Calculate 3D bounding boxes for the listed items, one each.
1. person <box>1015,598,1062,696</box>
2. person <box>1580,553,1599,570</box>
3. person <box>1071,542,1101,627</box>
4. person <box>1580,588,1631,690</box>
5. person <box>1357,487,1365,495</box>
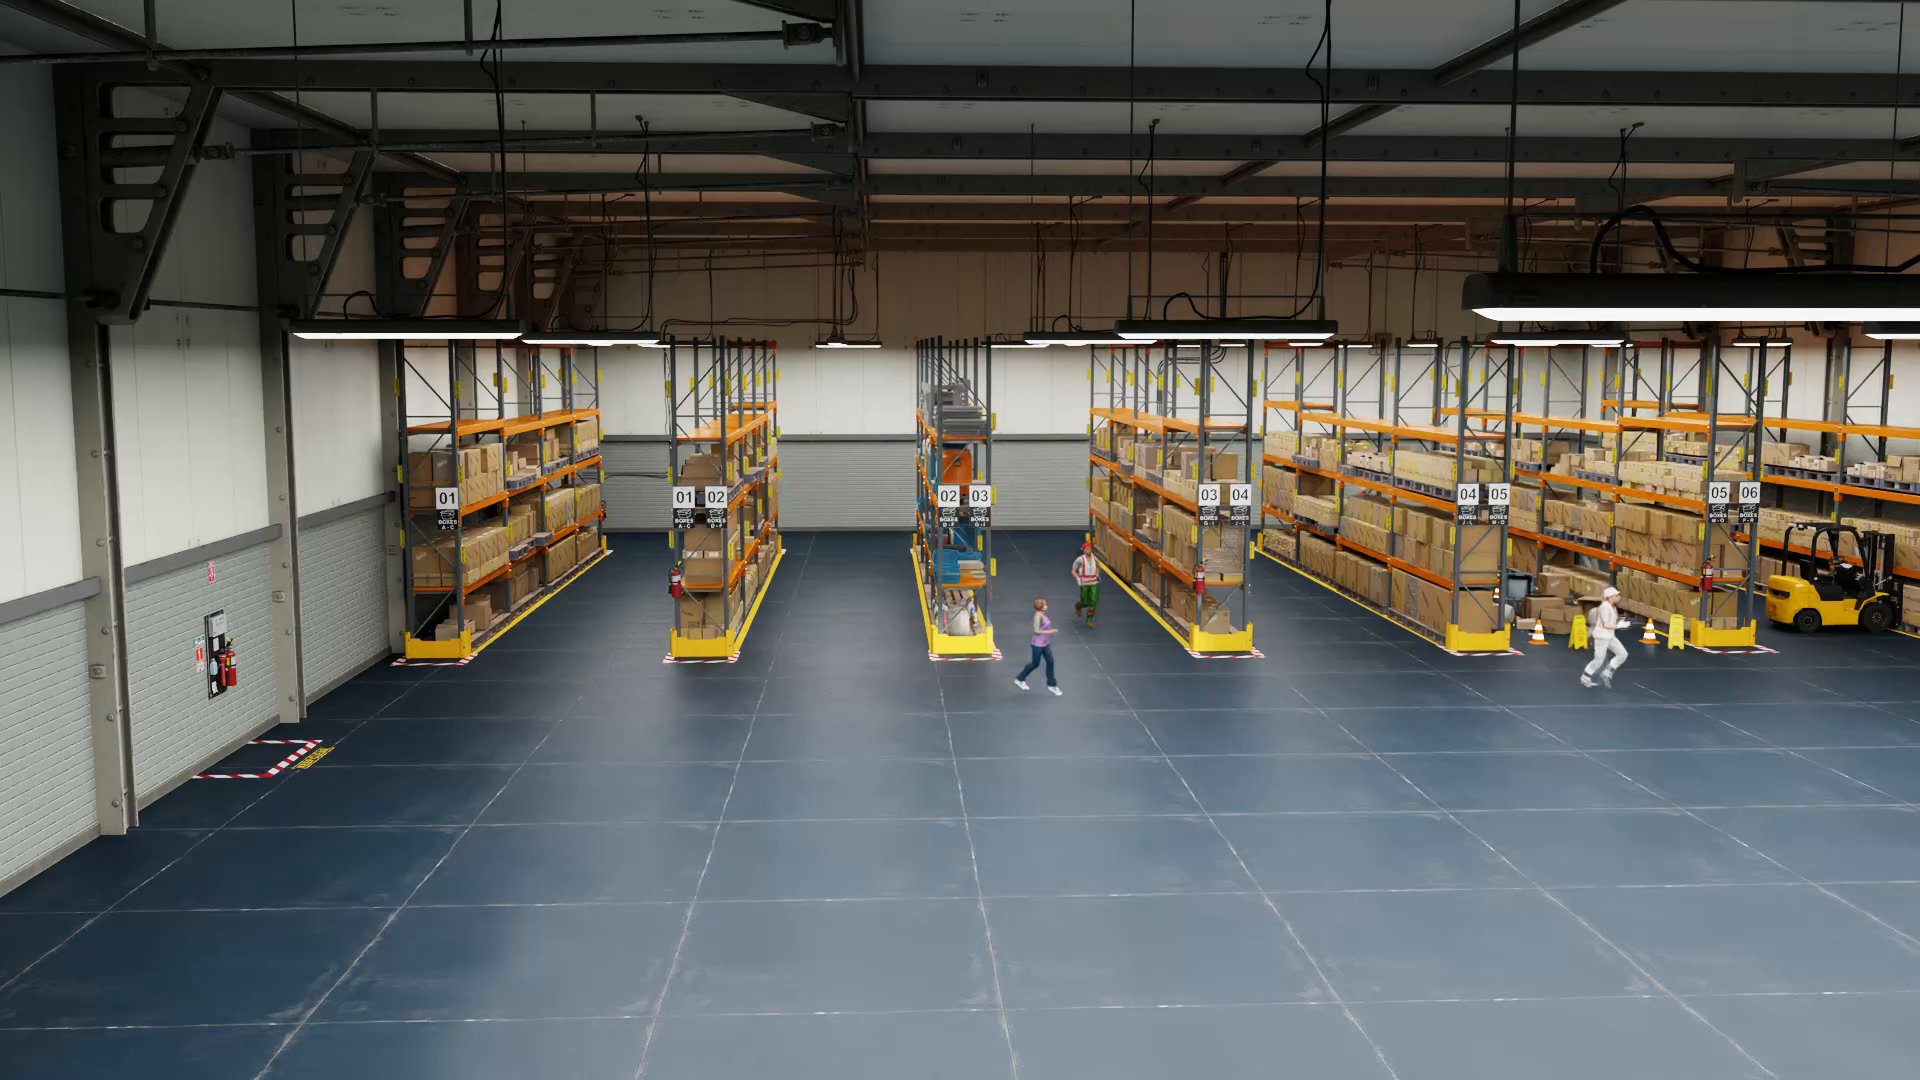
[{"bbox_3d":[1.308,1.775,27.744,0.810,1.632,0.529,3,7,22],"label":"person"},{"bbox_3d":[15.946,0.090,41.992,0.672,1.759,0.629,0,6,-1],"label":"person"},{"bbox_3d":[2.659,0.916,34.771,0.657,1.748,0.697,-2,7,-20],"label":"person"},{"bbox_3d":[10.883,1.654,28.000,0.807,1.745,0.697,5,8,36],"label":"person"},{"bbox_3d":[11.936,-0.699,49.223,0.830,1.721,0.665,0,6,0],"label":"person"}]
